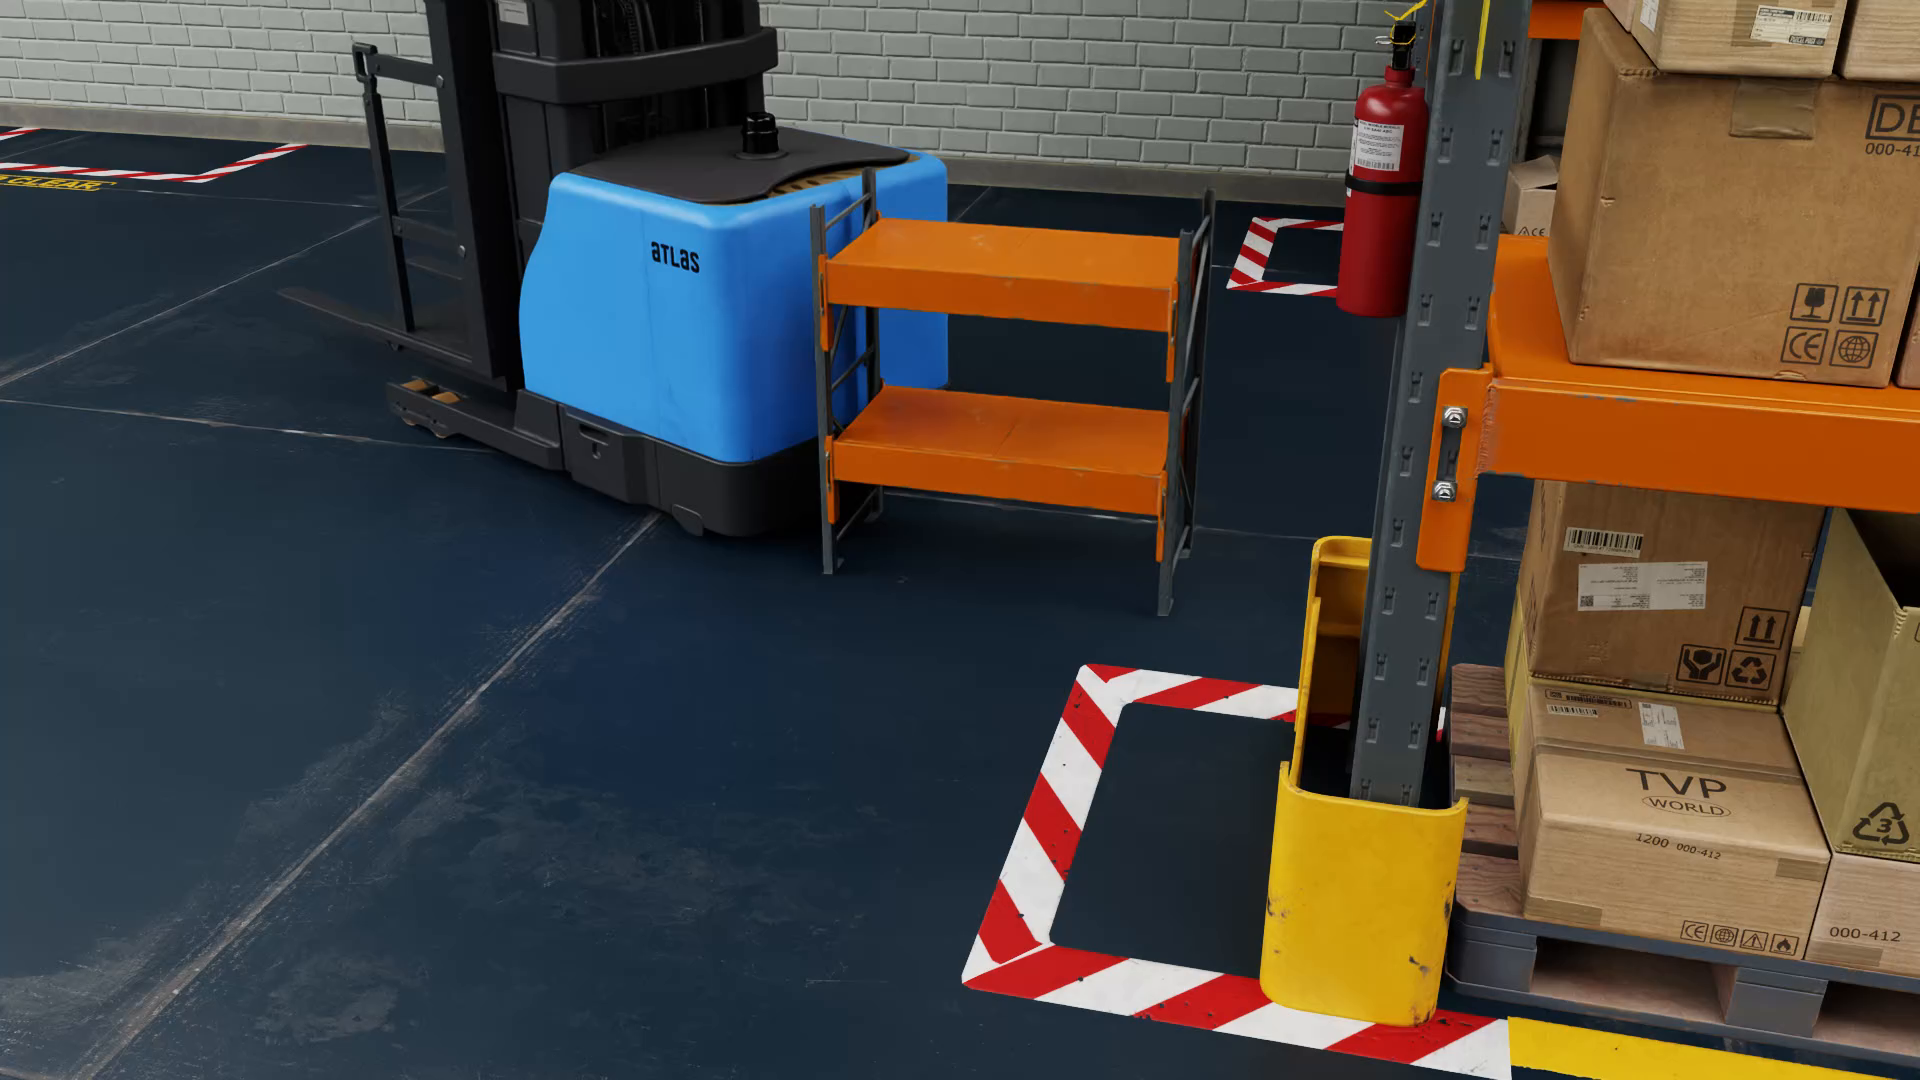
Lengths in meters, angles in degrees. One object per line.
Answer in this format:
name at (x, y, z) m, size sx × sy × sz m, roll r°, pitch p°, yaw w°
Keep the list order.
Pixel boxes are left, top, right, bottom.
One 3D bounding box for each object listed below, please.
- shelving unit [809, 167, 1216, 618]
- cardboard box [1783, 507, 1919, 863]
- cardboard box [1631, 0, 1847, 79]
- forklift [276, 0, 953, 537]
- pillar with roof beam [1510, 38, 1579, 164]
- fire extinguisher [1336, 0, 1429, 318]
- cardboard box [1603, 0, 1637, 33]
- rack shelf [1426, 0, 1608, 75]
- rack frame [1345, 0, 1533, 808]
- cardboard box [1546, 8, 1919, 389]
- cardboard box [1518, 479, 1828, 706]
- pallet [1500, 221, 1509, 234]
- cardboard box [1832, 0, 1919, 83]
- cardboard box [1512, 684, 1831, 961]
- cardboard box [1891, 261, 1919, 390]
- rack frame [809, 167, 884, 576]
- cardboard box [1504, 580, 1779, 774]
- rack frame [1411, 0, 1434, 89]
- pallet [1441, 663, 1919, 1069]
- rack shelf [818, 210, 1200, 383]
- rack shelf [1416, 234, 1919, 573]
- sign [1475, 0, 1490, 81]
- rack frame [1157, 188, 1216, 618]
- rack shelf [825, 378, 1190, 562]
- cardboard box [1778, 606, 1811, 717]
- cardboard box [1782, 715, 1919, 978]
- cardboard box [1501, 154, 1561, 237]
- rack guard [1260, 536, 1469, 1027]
shelving unit at (0.158, -0.446, 4.879) m, size 1.048 × 1.125 × 0.538 m, roll 7°, pitch 26°, yaw 14°
cardboard box at (1.876, 0.261, 3.050) m, size 0.500 × 0.500 × 0.500 m, roll 6°, pitch 26°, yaw 13°
cardboard box at (1.254, -0.861, 2.699) m, size 0.250 × 0.149 × 0.380 m, roll 6°, pitch 26°, yaw 13°
forklift at (-1.474, -1.843, 5.711) m, size 3.031 × 2.935 × 1.130 m, roll 20°, pitch 32°, yaw 36°
pillar with roof beam at (1.979, -3.919, 3.014) m, size 0.400 × 9.000 × 9.100 m, roll 6°, pitch 26°, yaw 13°
fire extinguisher at (0.929, -0.826, 3.585) m, size 0.183 × 0.674 × 0.296 m, roll 6°, pitch 26°, yaw 13°
cardboard box at (1.345, -1.031, 3.056) m, size 0.250 × 0.149 × 0.380 m, roll 6°, pitch 26°, yaw 12°
rack shelf at (4.095, -2.179, 7.174) m, size 4.000 × 0.370 × 1.077 m, roll 6°, pitch 26°, yaw 13°
rack frame at (0.927, -0.655, 3.136) m, size 0.127 × 3.000 × 1.000 m, roll 6°, pitch 26°, yaw 13°
cardboard box at (1.376, -0.645, 2.998) m, size 0.500 × 0.500 × 0.700 m, roll 6°, pitch 26°, yaw 13°
cardboard box at (1.521, -0.008, 3.615) m, size 0.500 × 0.500 × 0.500 m, roll 6°, pitch 26°, yaw 13°
pallet at (3.009, -1.349, 7.837) m, size 1.213 × 0.211 × 1.003 m, roll 6°, pitch 26°, yaw 13°
cardboard box at (1.510, -0.834, 2.642) m, size 0.250 × 0.149 × 0.380 m, roll 6°, pitch 26°, yaw 12°
cardboard box at (1.391, 0.547, 3.322) m, size 0.500 × 0.250 × 0.500 m, roll 6°, pitch 26°, yaw 13°
cardboard box at (1.886, -0.591, 2.885) m, size 0.500 × 0.500 × 0.700 m, roll 7°, pitch 26°, yaw 14°
rack frame at (-0.332, -0.504, 5.000) m, size 0.032 × 1.125 × 0.500 m, roll 7°, pitch 26°, yaw 14°
cardboard box at (1.520, 0.331, 3.775) m, size 0.500 × 0.250 × 0.500 m, roll 6°, pitch 26°, yaw 13°
rack frame at (2.158, -2.718, 7.469) m, size 0.127 × 3.000 × 1.000 m, roll 6°, pitch 26°, yaw 13°
pallet at (1.678, 0.668, 3.600) m, size 1.213 × 0.211 × 1.003 m, roll 6°, pitch 26°, yaw 13°
rack shelf at (0.158, -0.711, 4.753) m, size 1.000 × 0.278 × 0.538 m, roll 7°, pitch 26°, yaw 14°
rack shelf at (2.864, -0.116, 2.841) m, size 4.000 × 0.370 × 1.077 m, roll 6°, pitch 26°, yaw 13°
sign at (0.783, -0.851, 2.449) m, size 0.005 × 0.325 × 0.100 m, roll 6°, pitch 26°, yaw 13°
rack frame at (0.649, -0.389, 4.758) m, size 0.032 × 1.125 × 0.500 m, roll 7°, pitch 26°, yaw 14°
rack shelf at (0.158, -0.226, 4.984) m, size 1.000 × 0.278 × 0.538 m, roll 7°, pitch 26°, yaw 14°
cardboard box at (2.008, 0.380, 3.673) m, size 0.500 × 0.250 × 0.500 m, roll 6°, pitch 26°, yaw 13°
cardboard box at (1.877, 0.599, 3.213) m, size 0.500 × 0.250 × 0.500 m, roll 6°, pitch 26°, yaw 13°
cardboard box at (2.805, -1.591, 7.718) m, size 0.500 × 0.311 × 0.500 m, roll 3°, pitch 26°, yaw 7°
rack guard at (0.904, 0.471, 3.679) m, size 0.348 × 0.500 × 1.175 m, roll 6°, pitch 26°, yaw 13°
